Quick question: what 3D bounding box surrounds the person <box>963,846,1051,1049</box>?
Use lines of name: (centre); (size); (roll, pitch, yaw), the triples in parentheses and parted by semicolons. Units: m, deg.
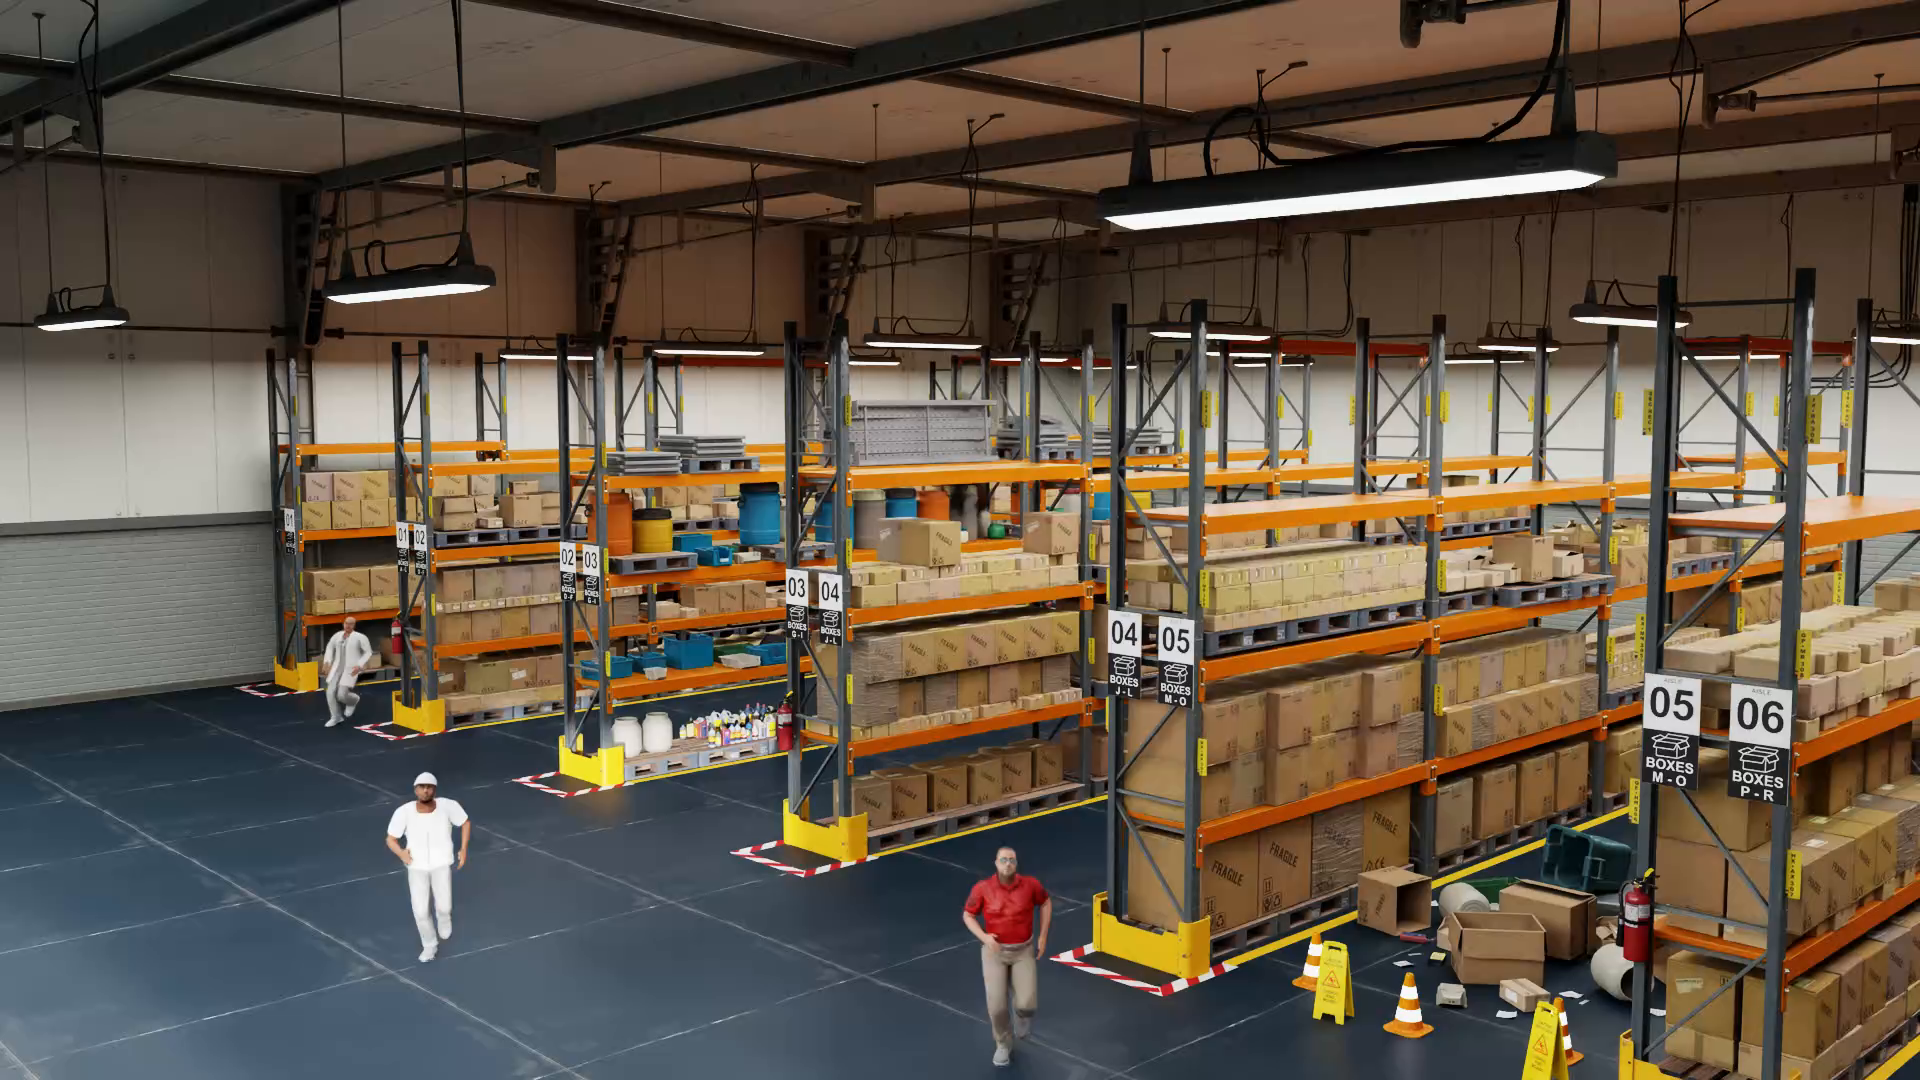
person: (0.378, 3.172, 12.852); (0.705, 1.604, 0.549); (0, 5, -4)

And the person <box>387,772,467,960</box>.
person: (-4.899, 2.979, 15.333); (0.705, 1.726, 0.450); (-2, 5, -17)

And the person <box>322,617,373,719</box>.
person: (-9.651, 2.014, 26.176); (0.763, 1.628, 0.546); (1, 5, 11)
